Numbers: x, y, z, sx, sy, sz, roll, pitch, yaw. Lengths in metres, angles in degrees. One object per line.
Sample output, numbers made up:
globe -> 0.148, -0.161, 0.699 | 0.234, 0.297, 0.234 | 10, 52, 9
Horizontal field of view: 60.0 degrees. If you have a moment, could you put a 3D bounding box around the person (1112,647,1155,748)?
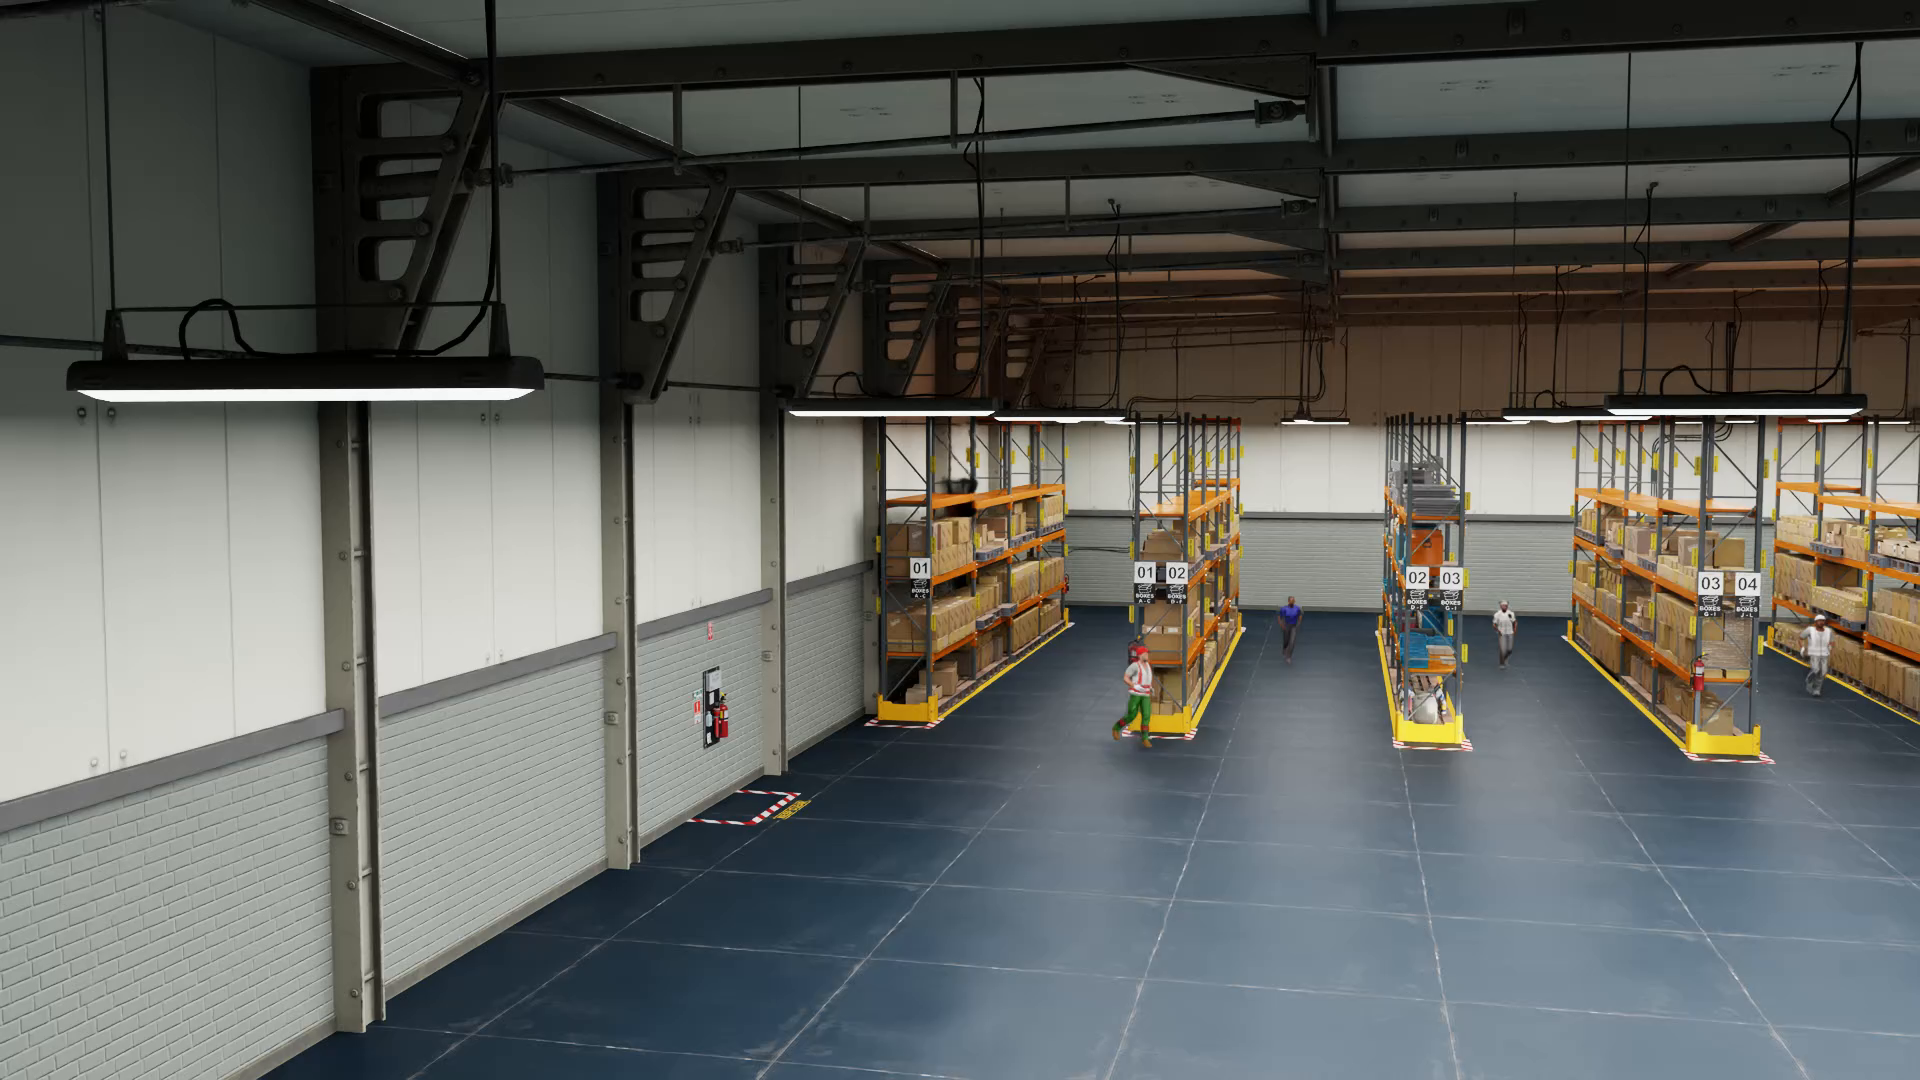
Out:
person -> 3.266, 2.801, 29.973 | 0.717, 1.747, 0.979 | -3, 5, -36

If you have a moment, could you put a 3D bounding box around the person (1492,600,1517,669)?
person -> 12.893, 2.240, 39.329 | 0.574, 1.665, 0.470 | 1, 4, 10

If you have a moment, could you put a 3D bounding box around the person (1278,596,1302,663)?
person -> 8.087, 2.174, 40.736 | 0.598, 1.627, 0.678 | 0, 4, 1

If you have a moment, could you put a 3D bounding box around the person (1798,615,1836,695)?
person -> 18.218, 2.455, 35.260 | 0.681, 1.739, 0.624 | 1, 4, 9

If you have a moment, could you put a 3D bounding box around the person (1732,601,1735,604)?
person -> 18.493, 2.180, 39.542 | 0.770, 1.721, 0.526 | 0, 4, 3
